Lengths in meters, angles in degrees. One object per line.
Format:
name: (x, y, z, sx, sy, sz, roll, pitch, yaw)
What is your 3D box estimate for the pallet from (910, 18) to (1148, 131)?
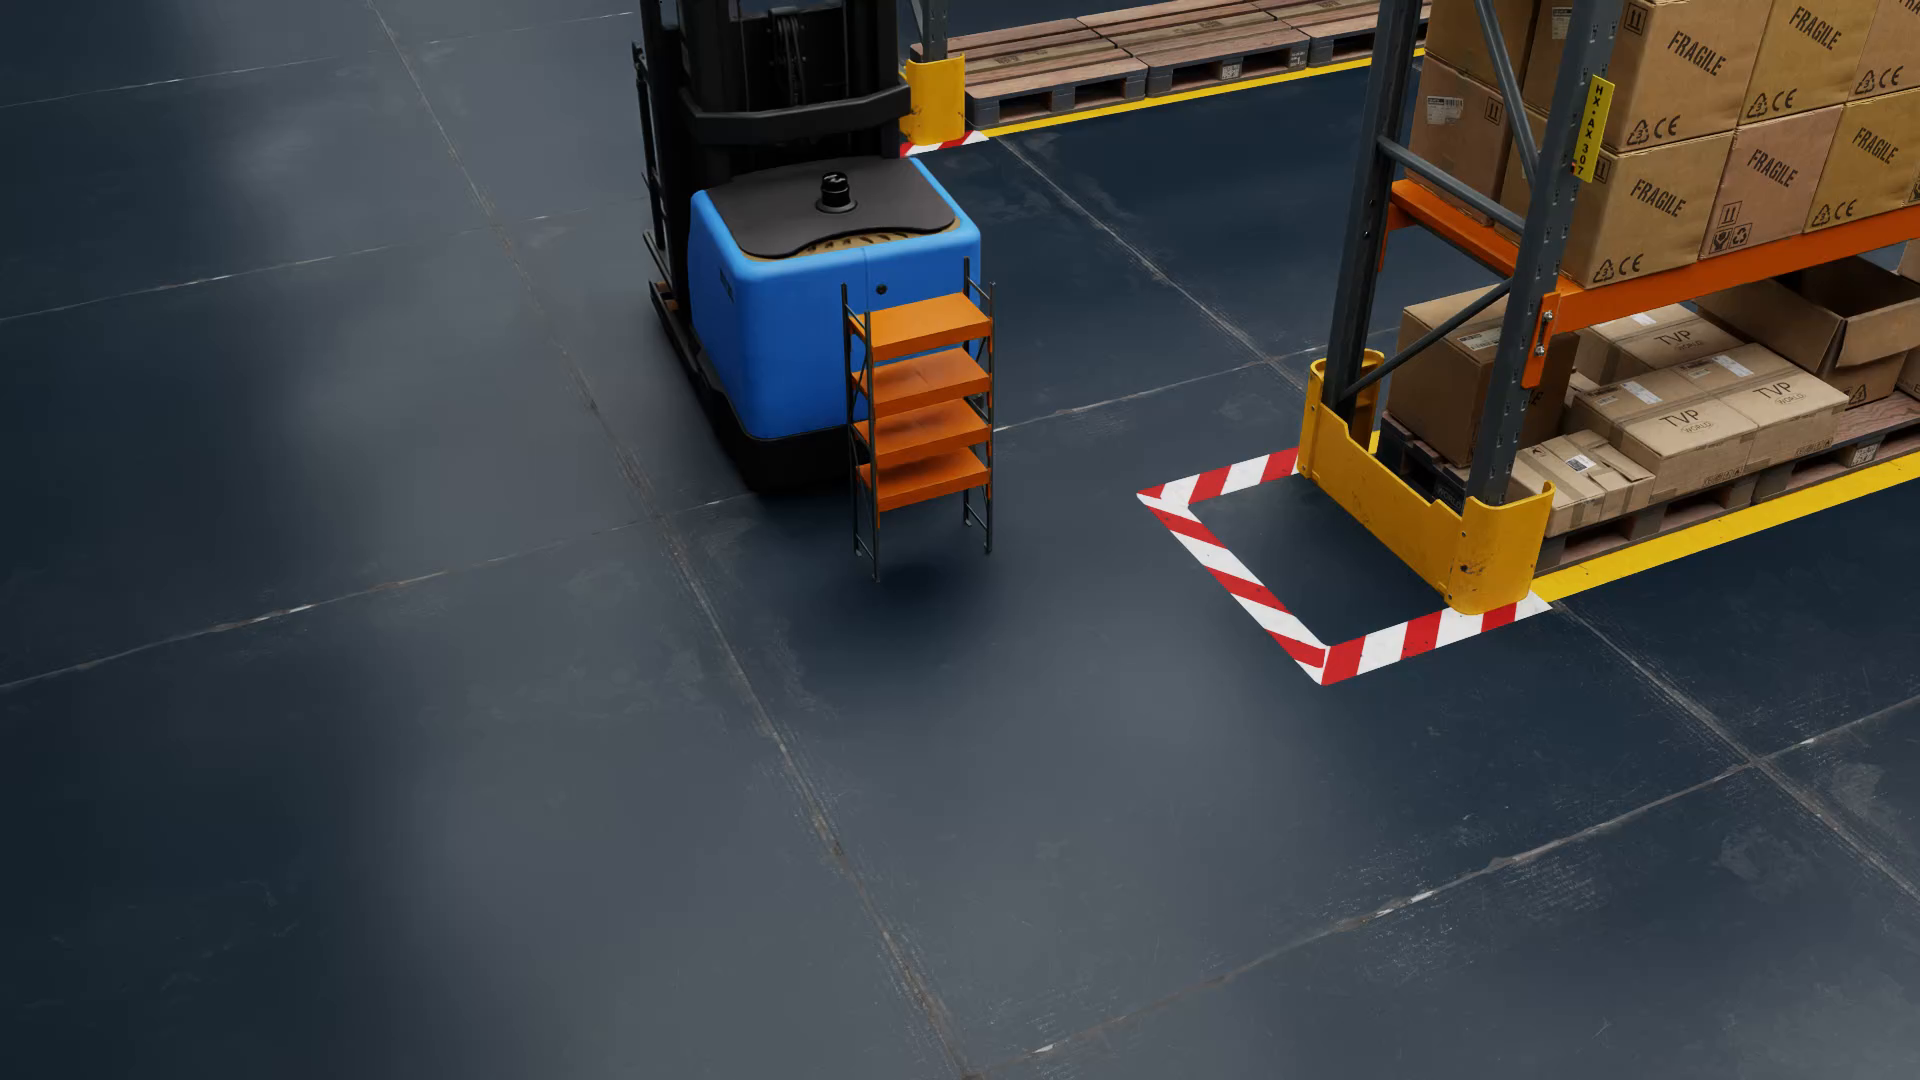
pallet: (0.425, -2.982, 10.594, 1.213, 0.211, 1.003, -16, 39, -20)

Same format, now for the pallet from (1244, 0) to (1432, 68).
pallet: (2.634, -3.600, 11.426, 1.213, 0.211, 1.003, -16, 39, -20)

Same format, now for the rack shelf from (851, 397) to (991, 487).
rack shelf: (-0.150, -0.386, 6.376, 0.480, 0.148, 0.258, -16, 39, -20)

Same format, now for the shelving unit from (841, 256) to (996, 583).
shelving unit: (-0.150, -0.440, 6.336, 0.503, 1.200, 0.258, -16, 39, -20)

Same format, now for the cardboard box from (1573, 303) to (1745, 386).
cardboard box: (3.024, -0.809, 7.262, 0.500, 0.250, 0.500, -16, 39, -20)

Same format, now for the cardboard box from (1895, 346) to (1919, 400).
cardboard box: (4.311, -0.865, 7.285, 0.500, 0.311, 0.500, -16, 39, -20)

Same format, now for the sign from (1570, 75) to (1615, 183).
sign: (1.994, -1.297, 5.255, 0.005, 0.325, 0.100, -16, 39, -20)

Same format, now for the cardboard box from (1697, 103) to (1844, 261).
cardboard box: (2.742, -1.386, 6.017, 0.500, 0.500, 0.500, -16, 39, -20)

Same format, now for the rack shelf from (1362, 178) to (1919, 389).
rack shelf: (3.574, -1.460, 6.804, 4.000, 0.370, 1.077, -16, 39, -20)

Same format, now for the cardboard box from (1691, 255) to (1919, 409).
cardboard box: (3.686, -0.951, 7.240, 0.637, 0.503, 0.797, -16, 39, -20)

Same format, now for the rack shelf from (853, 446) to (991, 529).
rack shelf: (-0.150, -0.226, 6.494, 0.480, 0.148, 0.258, -16, 39, -20)

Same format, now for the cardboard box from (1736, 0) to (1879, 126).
cardboard box: (2.747, -1.791, 5.723, 0.500, 0.500, 0.500, -15, 39, -19)

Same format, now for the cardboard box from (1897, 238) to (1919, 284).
cardboard box: (4.913, -1.362, 7.956, 0.500, 0.311, 0.500, -16, 39, -20)

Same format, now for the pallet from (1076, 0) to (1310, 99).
pallet: (1.528, -3.289, 11.007, 1.213, 0.211, 1.003, -16, 39, -20)

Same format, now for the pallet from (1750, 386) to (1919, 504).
pallet: (3.657, -0.650, 7.450, 1.213, 0.211, 1.003, -16, 39, -20)

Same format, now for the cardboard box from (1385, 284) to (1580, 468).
cardboard box: (2.151, -0.686, 6.885, 0.500, 0.500, 0.500, -16, 39, -20)

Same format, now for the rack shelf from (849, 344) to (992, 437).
rack shelf: (-0.150, -0.566, 6.243, 0.480, 0.148, 0.258, -16, 39, -20)

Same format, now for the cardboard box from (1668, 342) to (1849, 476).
cardboard box: (3.282, -0.552, 6.916, 0.500, 0.250, 0.500, -16, 39, -20)

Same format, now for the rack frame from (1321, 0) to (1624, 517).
rack frame: (1.764, -1.242, 5.907, 0.127, 3.000, 1.000, -16, 39, -20)

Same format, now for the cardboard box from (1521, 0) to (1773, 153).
cardboard box: (2.277, -1.654, 5.539, 0.500, 0.500, 0.500, -14, 39, -19)

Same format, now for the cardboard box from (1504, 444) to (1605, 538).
cardboard box: (2.289, -0.195, 6.518, 0.250, 0.149, 0.380, -16, 39, -20)

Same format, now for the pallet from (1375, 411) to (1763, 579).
pallet: (2.554, -0.344, 7.037, 1.213, 0.211, 1.003, -16, 39, -20)

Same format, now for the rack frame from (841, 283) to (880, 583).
rack frame: (-0.371, -0.378, 6.253, 0.015, 1.200, 0.240, -16, 39, -20)

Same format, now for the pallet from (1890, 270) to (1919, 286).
pallet: (4.763, -0.961, 7.869, 1.213, 0.211, 1.003, -16, 39, -20)

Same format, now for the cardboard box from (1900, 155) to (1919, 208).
cardboard box: (3.651, -1.637, 6.355, 0.500, 0.500, 0.500, -15, 39, -19)

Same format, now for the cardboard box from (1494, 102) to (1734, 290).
cardboard box: (2.277, -1.253, 5.837, 0.500, 0.500, 0.500, -15, 39, -19)

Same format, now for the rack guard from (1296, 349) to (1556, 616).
rack guard: (1.832, -0.258, 6.678, 0.348, 0.500, 1.175, -16, 39, -20)

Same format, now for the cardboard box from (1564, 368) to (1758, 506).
cardboard box: (2.829, -0.426, 6.745, 0.500, 0.250, 0.500, -16, 39, -20)

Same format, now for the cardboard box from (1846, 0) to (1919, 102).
cardboard box: (3.202, -1.915, 5.890, 0.500, 0.500, 0.500, -15, 39, -19)

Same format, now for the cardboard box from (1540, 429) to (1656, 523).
cardboard box: (2.515, -0.265, 6.598, 0.250, 0.166, 0.380, -16, 39, -20)

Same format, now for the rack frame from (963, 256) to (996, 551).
rack frame: (0.071, -0.502, 6.419, 0.015, 1.200, 0.240, -16, 39, -20)

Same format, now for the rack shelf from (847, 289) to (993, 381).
rack shelf: (-0.150, -0.756, 6.102, 0.480, 0.148, 0.258, -16, 39, -20)

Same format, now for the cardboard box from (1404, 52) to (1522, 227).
cardboard box: (2.053, -1.543, 6.228, 0.500, 0.500, 0.500, -14, 39, -19)

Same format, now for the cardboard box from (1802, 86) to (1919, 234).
cardboard box: (3.198, -1.512, 6.186, 0.500, 0.500, 0.500, -16, 39, -20)

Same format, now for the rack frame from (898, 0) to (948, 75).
rack frame: (-0.338, -3.915, 9.510, 0.127, 3.000, 1.000, -16, 39, -20)

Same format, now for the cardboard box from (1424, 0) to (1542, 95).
cardboard box: (2.050, -1.945, 5.931, 0.500, 0.500, 0.500, -16, 39, -20)

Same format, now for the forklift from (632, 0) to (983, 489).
forklift: (-0.894, -2.267, 7.346, 1.130, 2.935, 3.031, -13, 38, -16)

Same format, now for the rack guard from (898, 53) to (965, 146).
rack guard: (-0.354, -2.897, 10.237, 0.348, 0.500, 1.175, -16, 39, -20)

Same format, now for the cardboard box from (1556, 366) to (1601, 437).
cardboard box: (2.556, -0.606, 7.057, 0.250, 0.166, 0.380, -16, 39, -20)
